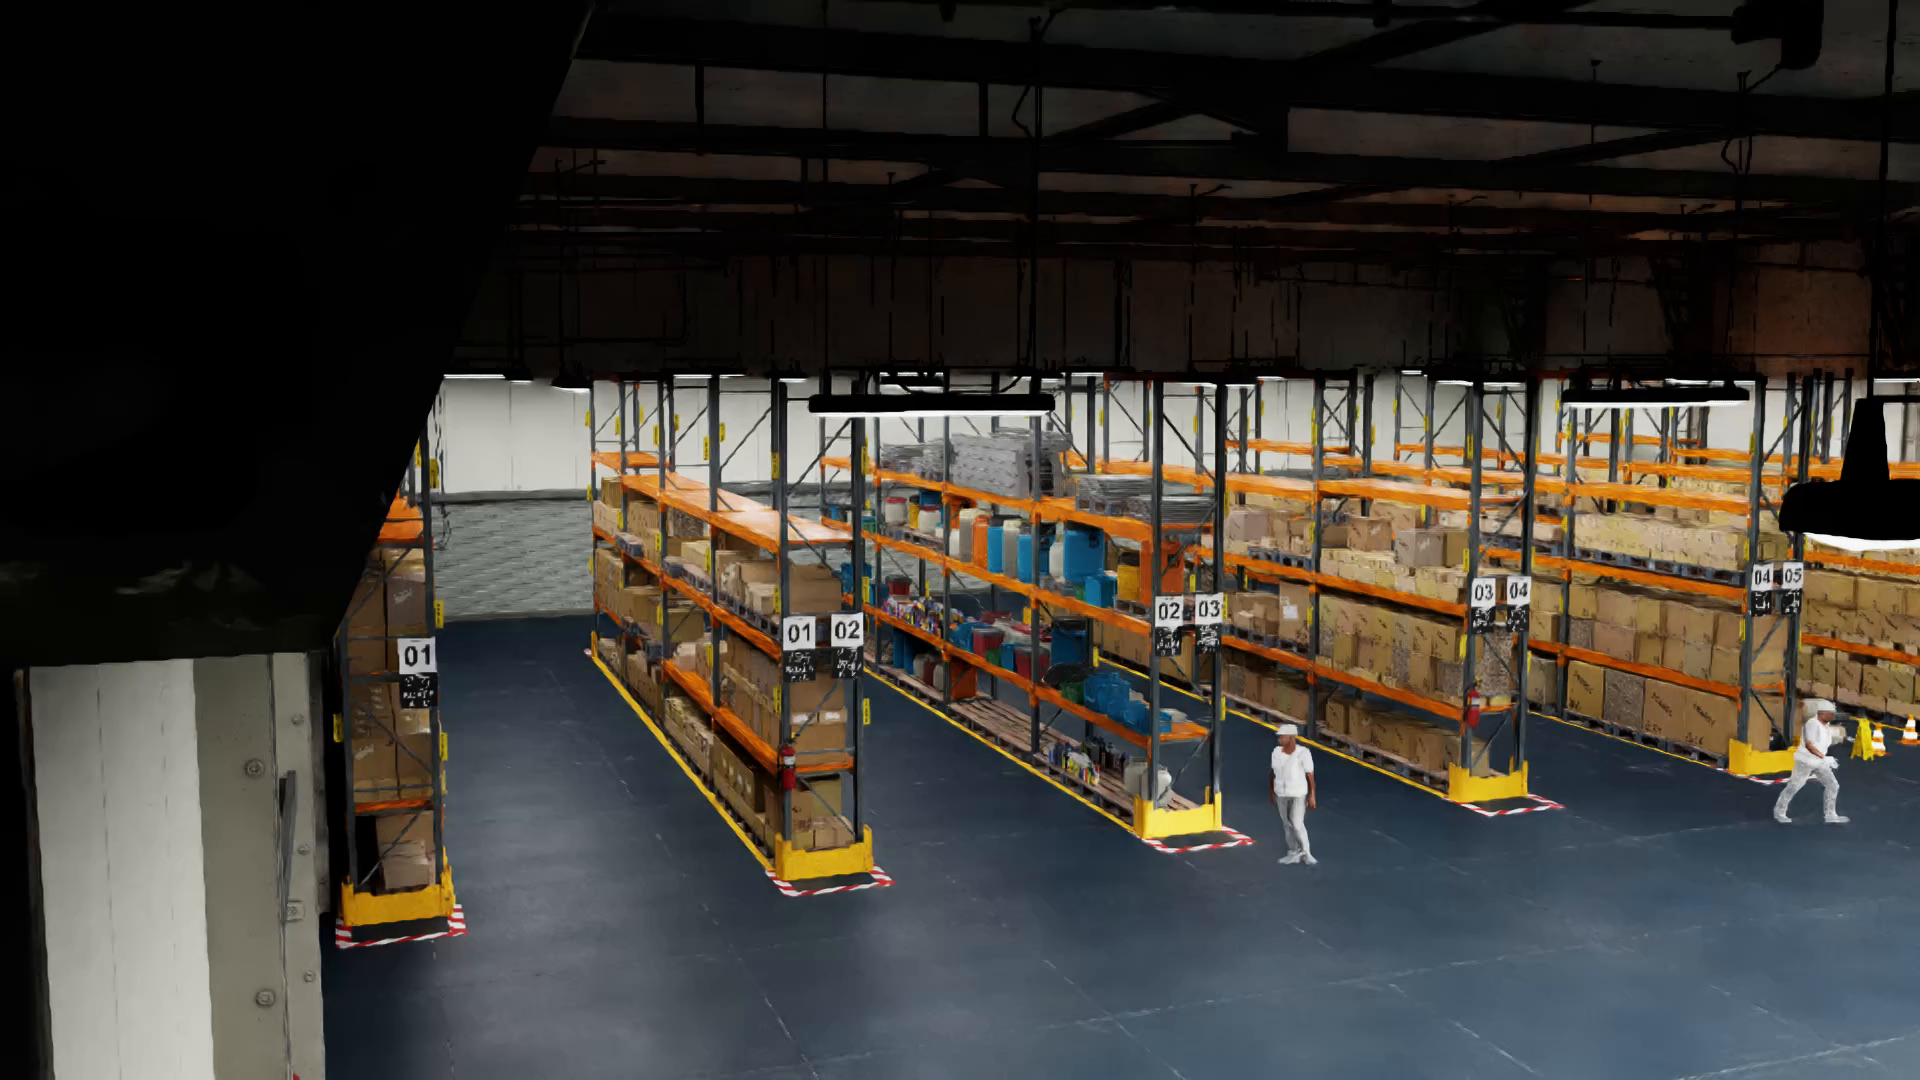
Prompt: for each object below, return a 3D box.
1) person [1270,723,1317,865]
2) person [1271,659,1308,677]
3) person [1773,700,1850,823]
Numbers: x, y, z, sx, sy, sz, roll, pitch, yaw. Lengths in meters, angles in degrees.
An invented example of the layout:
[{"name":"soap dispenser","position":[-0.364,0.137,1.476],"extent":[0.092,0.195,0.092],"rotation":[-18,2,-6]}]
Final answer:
[{"name":"person","position":[4.132,3.147,20.634],"extent":[0.652,1.760,0.398],"rotation":[6,9,42]},{"name":"person","position":[6.446,1.839,32.597],"extent":[0.583,1.686,1.111],"rotation":[-3,7,-22]},{"name":"person","position":[11.474,2.974,22.383],"extent":[0.704,1.716,0.810],"rotation":[-5,8,-38]}]
